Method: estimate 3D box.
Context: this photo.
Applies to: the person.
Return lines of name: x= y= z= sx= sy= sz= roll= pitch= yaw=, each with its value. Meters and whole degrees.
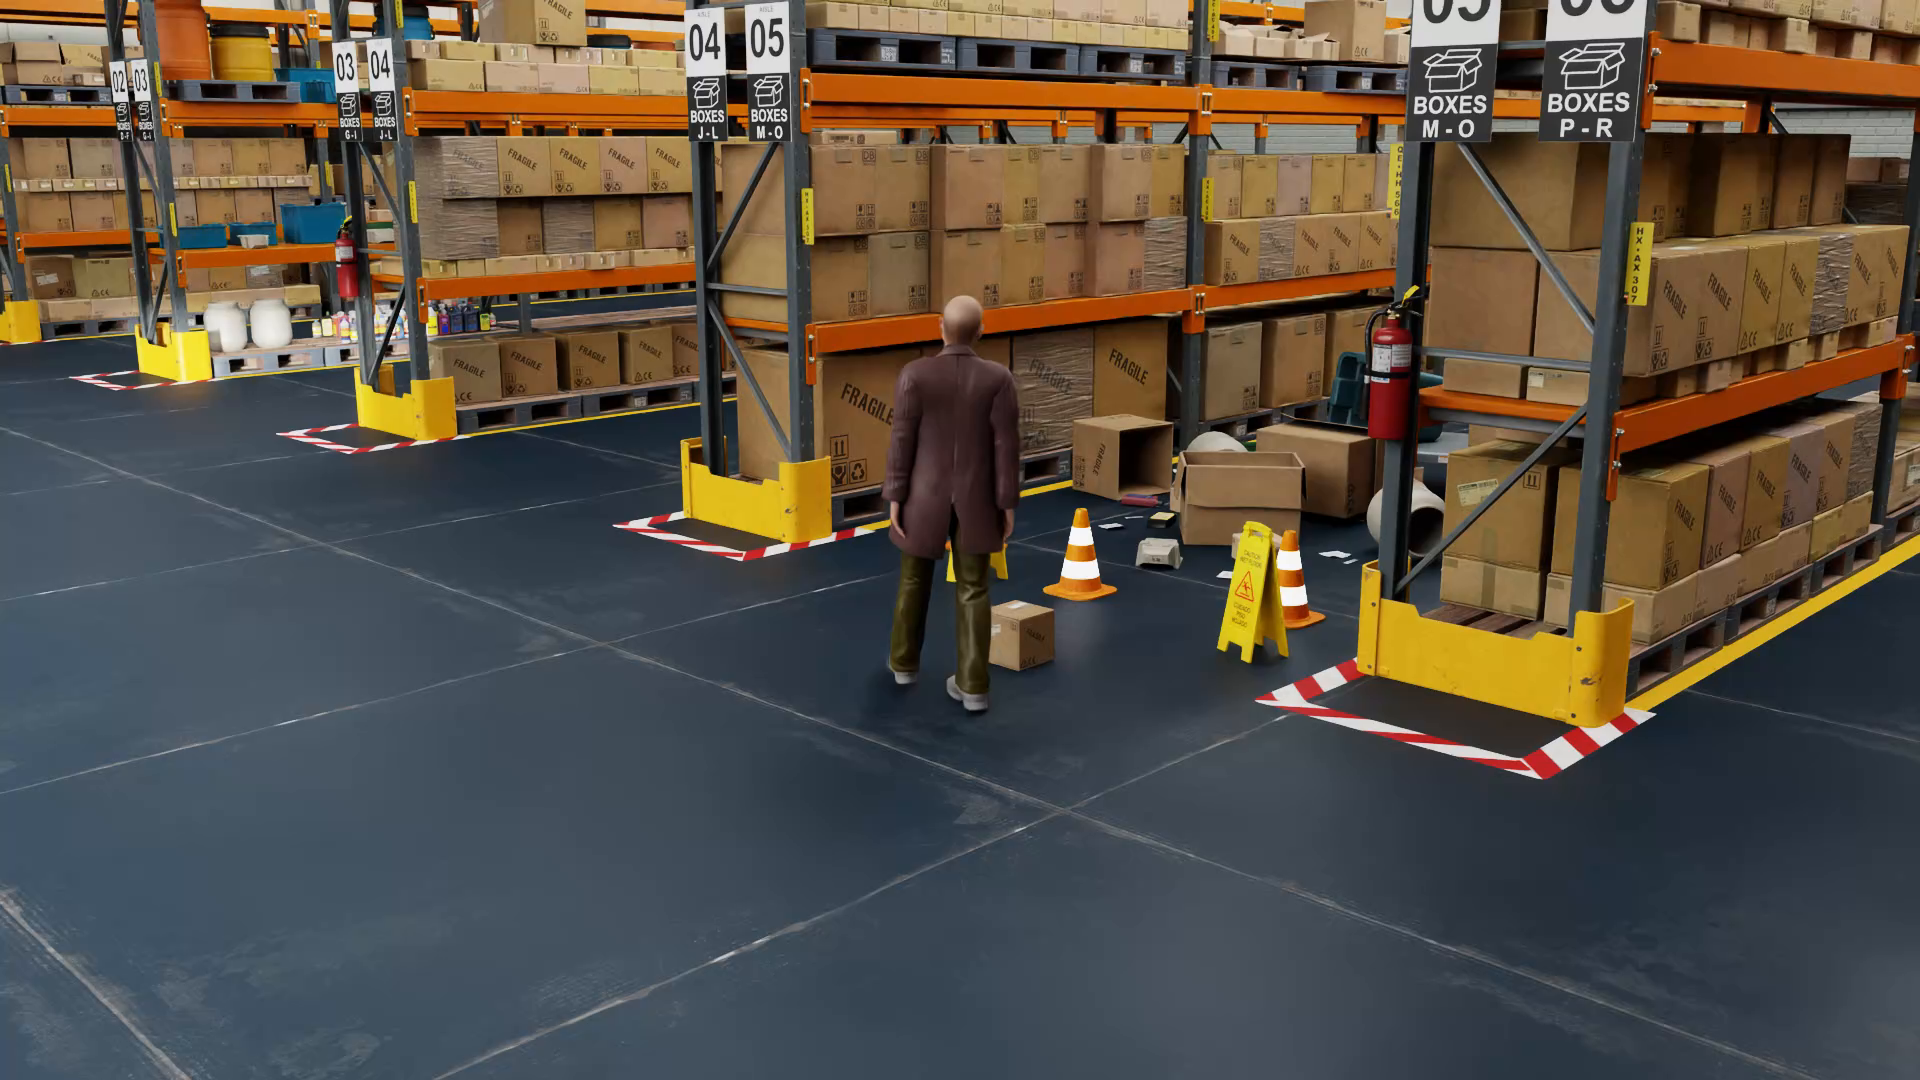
person: x=-0.044 y=-0.192 z=7.304 sx=0.599 sy=1.773 sz=0.727 roll=-1 pitch=14 yaw=-2
